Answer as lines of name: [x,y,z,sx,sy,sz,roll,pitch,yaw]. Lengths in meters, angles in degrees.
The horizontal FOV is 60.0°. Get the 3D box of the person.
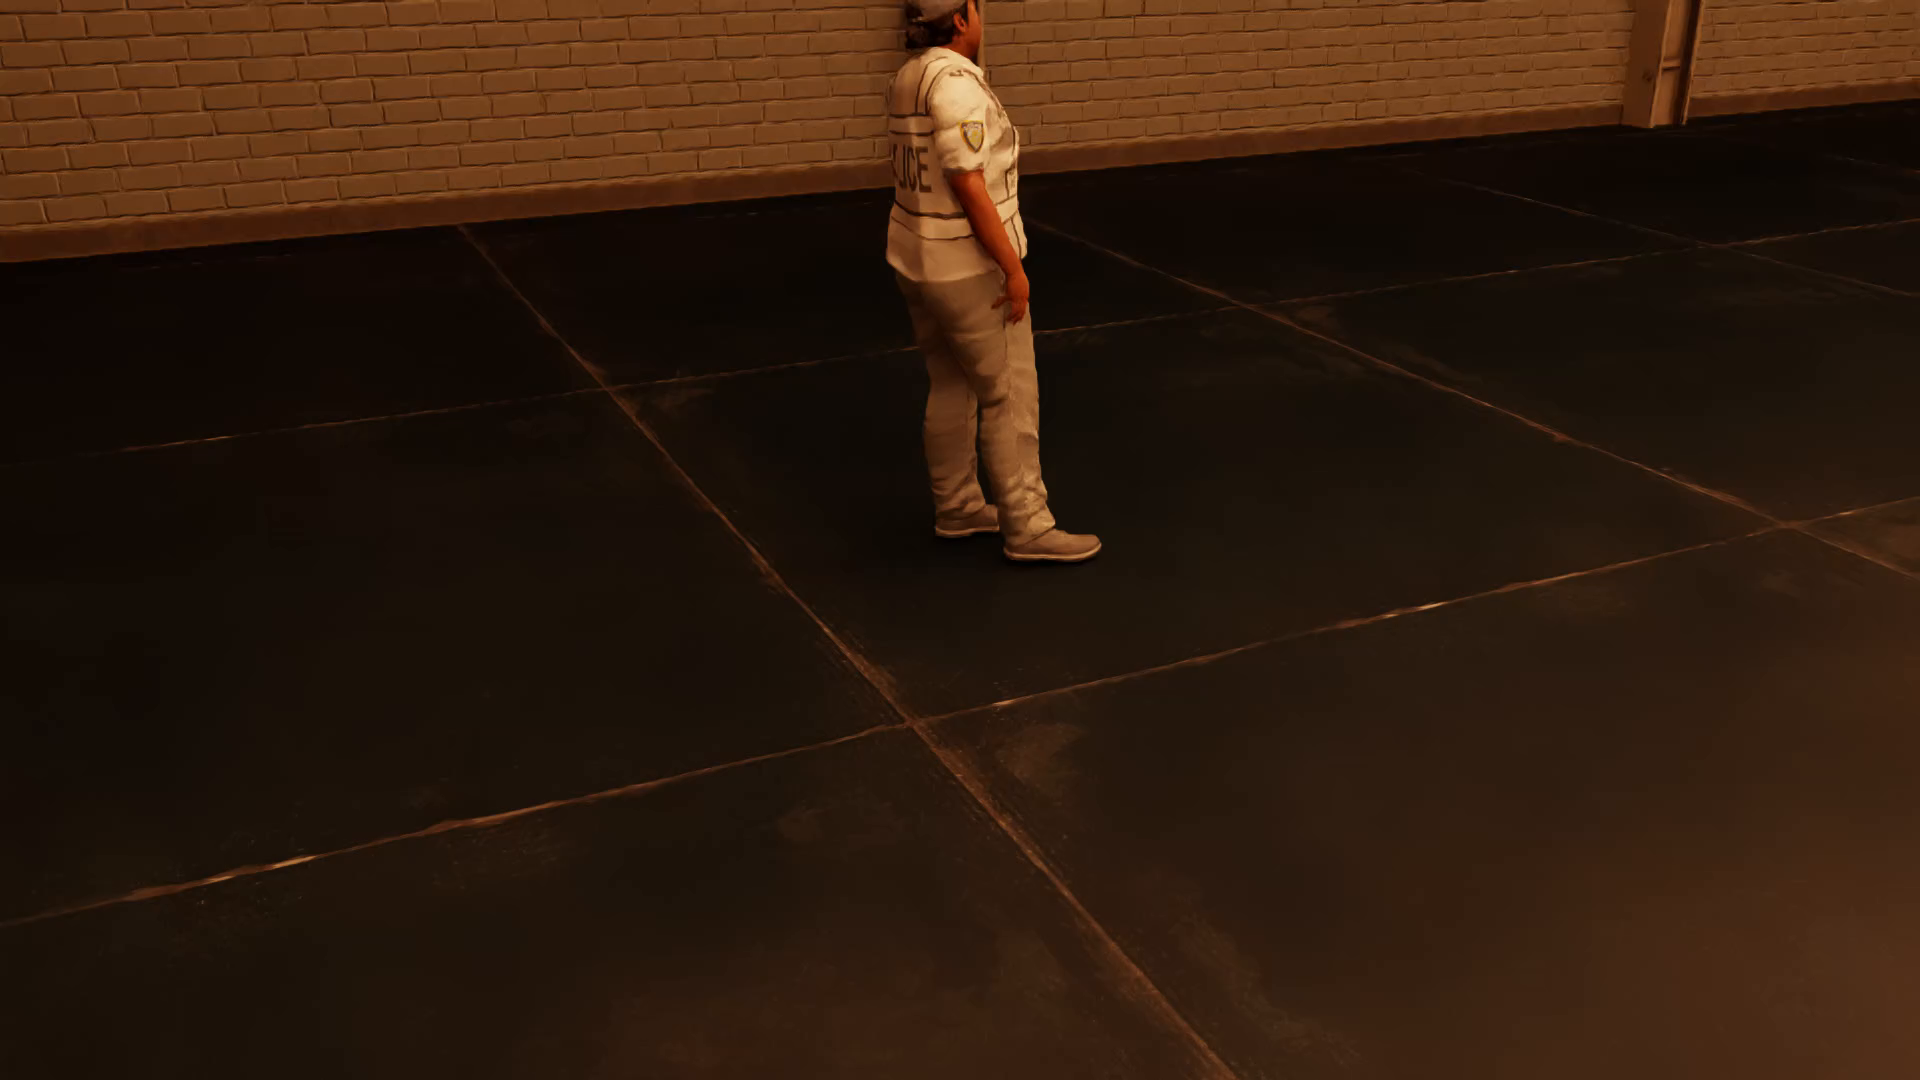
person: [0.079,-0.781,4.795,0.529,1.669,0.598,-10,25,-23]
